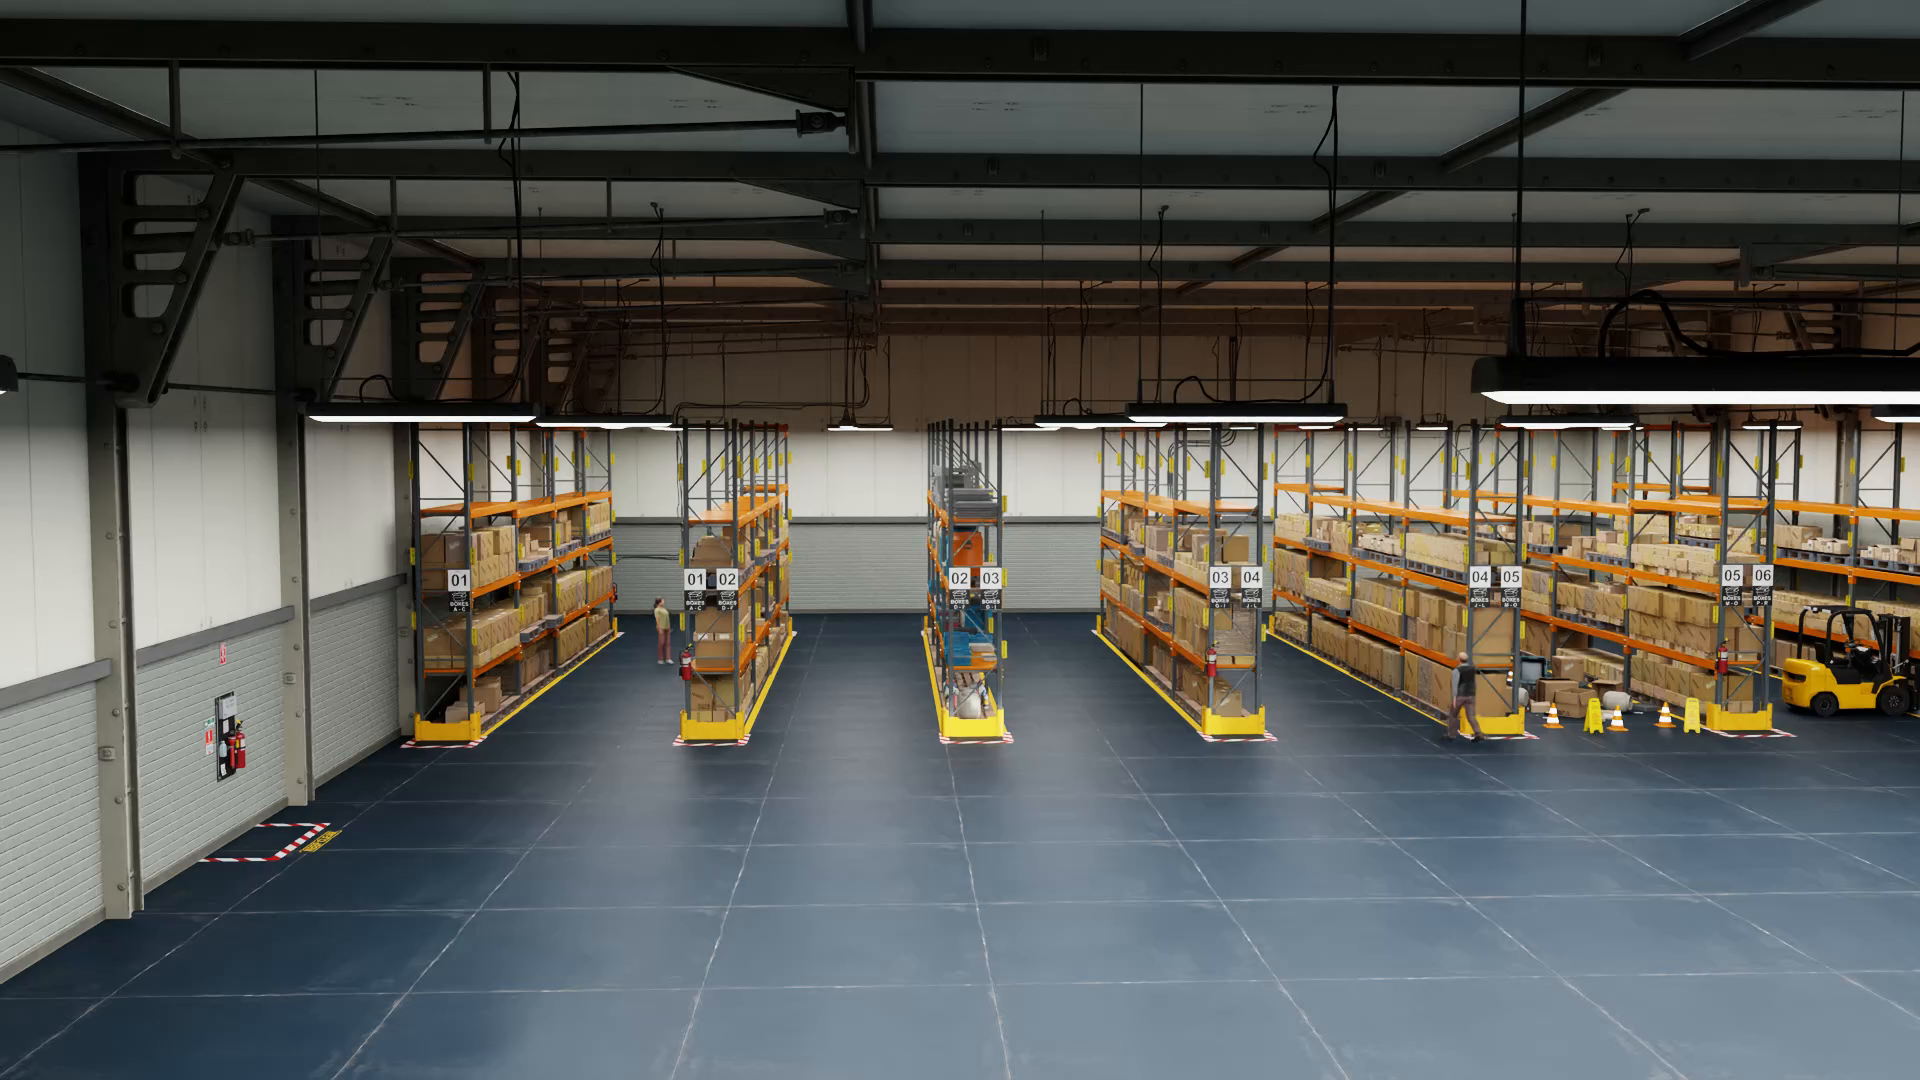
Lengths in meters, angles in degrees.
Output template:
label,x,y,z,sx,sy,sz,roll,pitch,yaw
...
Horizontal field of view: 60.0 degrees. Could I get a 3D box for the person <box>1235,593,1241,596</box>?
label,x,y,z,sx,sy,sz,roll,pitch,yaw
person,7.985,1.766,48.442,0.605,1.734,1.158,2,4,22

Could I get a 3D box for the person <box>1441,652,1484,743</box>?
label,x,y,z,sx,sy,sz,roll,pitch,yaw
person,9.321,2.915,30.681,0.554,1.690,1.010,-1,4,-12

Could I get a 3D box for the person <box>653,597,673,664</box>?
label,x,y,z,sx,sy,sz,roll,pitch,yaw
person,-7.385,2.263,41.549,0.507,1.706,0.501,2,4,29
